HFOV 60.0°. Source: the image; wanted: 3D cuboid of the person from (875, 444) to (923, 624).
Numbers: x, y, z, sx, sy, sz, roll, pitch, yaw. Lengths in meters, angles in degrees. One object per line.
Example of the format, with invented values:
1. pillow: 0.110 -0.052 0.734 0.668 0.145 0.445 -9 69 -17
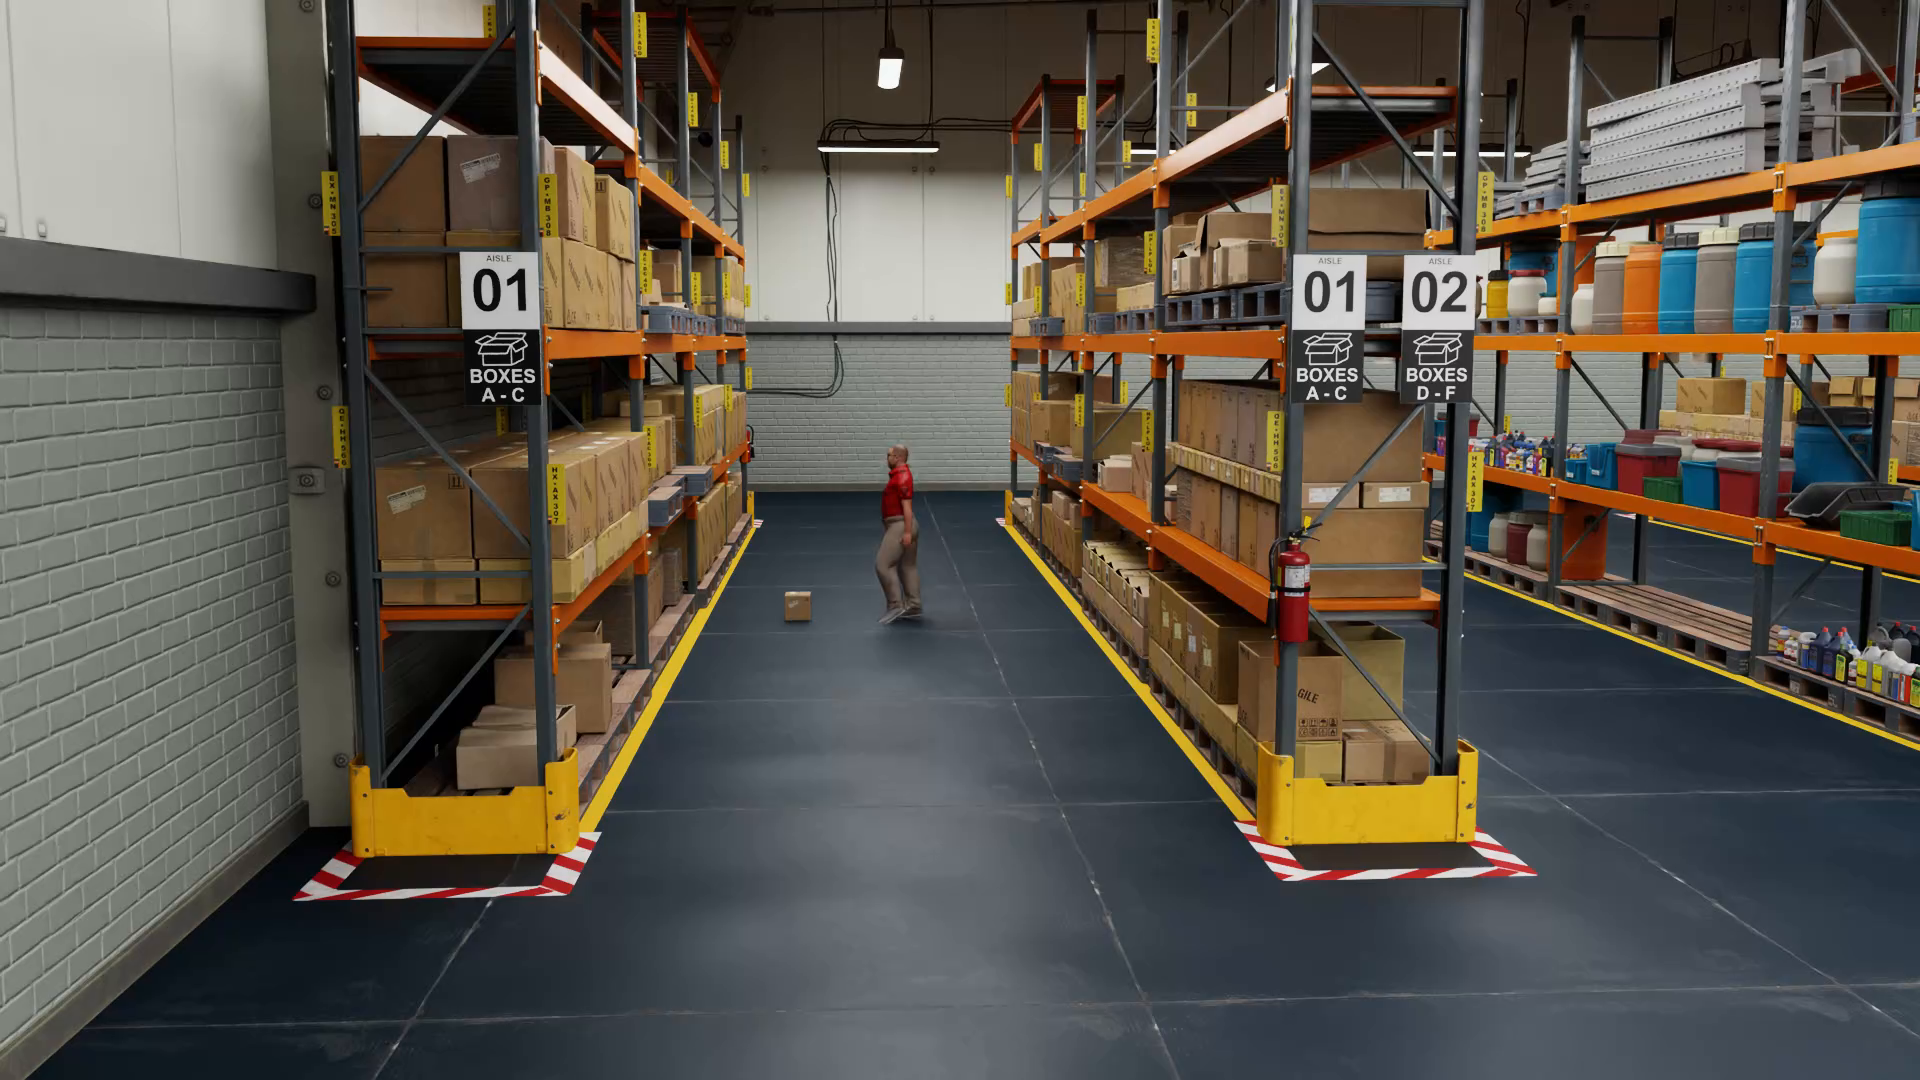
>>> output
1. person: -0.594 -0.052 16.364 0.453 1.782 0.561 0 7 4
